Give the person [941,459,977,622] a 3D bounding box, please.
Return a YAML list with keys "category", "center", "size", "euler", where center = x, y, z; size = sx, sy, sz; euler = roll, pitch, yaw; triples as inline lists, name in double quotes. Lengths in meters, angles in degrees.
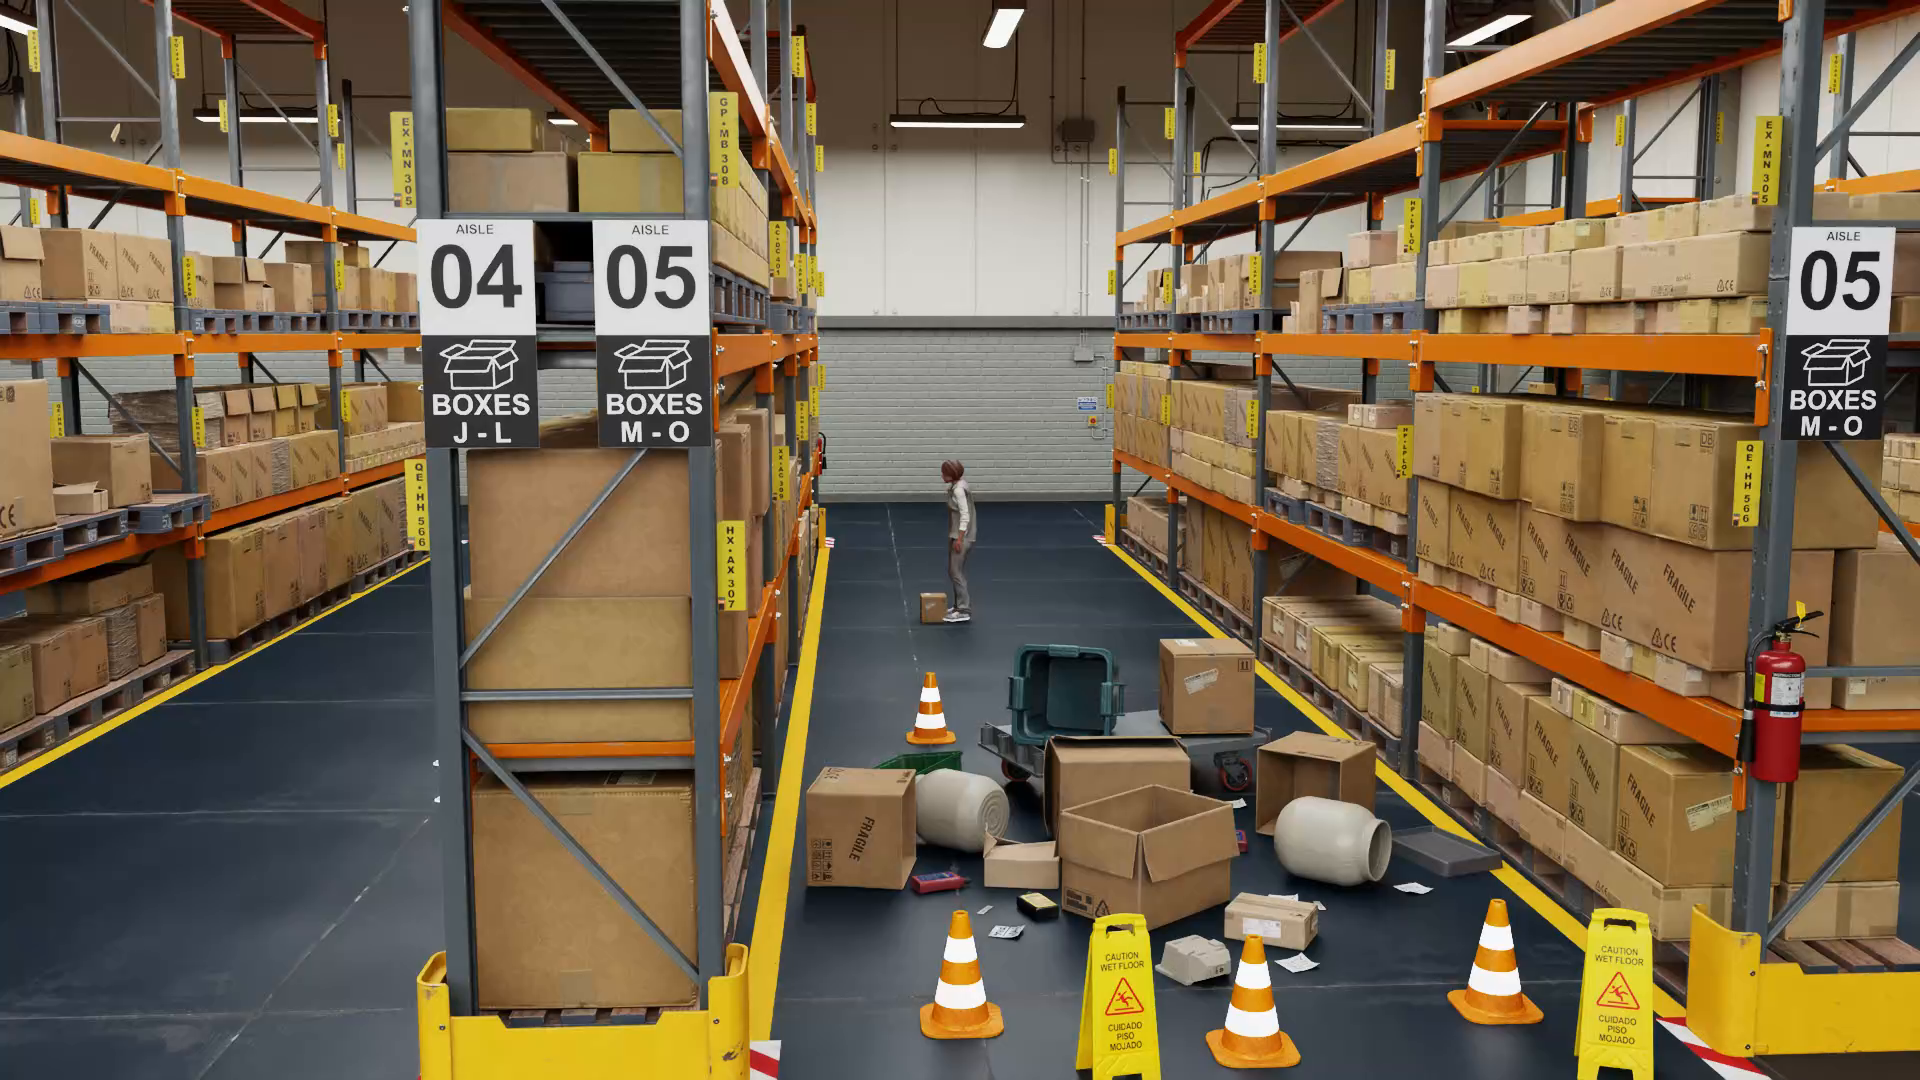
- category: "person"
  center: [-0.017, -0.003, 16.336]
  size: [0.347, 1.590, 0.473]
  euler: [-1, 7, -7]
